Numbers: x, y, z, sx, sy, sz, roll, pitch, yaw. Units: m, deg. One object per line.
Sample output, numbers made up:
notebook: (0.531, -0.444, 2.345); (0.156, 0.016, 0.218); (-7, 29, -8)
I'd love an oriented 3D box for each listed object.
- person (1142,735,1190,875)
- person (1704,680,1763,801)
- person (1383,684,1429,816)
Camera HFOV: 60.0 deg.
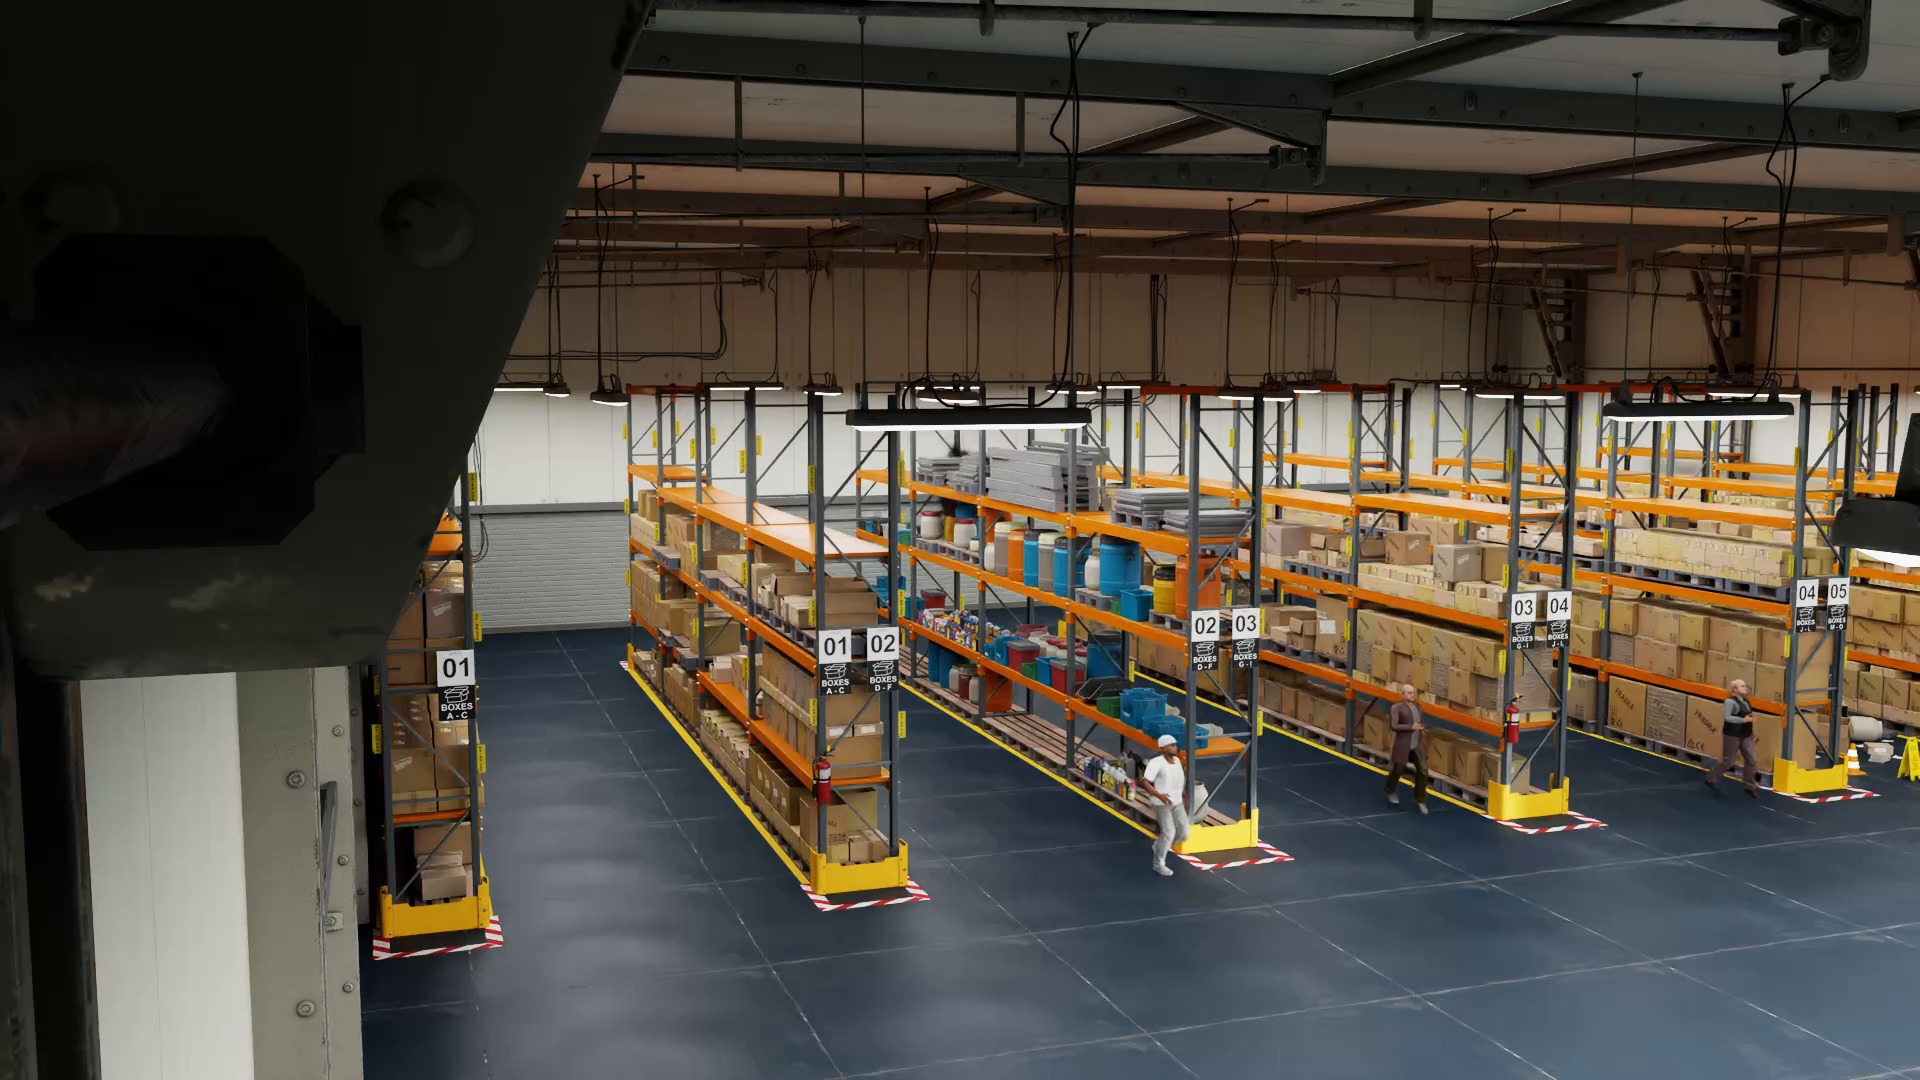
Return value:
person: (2.638, 3.321, 20.924); (0.732, 1.732, 0.508); (-5, 8, -42)
person: (11.439, 2.944, 24.545); (0.652, 1.788, 0.773); (-4, 7, -34)
person: (6.411, 2.981, 23.870); (0.677, 1.846, 0.865); (-2, 6, -19)
